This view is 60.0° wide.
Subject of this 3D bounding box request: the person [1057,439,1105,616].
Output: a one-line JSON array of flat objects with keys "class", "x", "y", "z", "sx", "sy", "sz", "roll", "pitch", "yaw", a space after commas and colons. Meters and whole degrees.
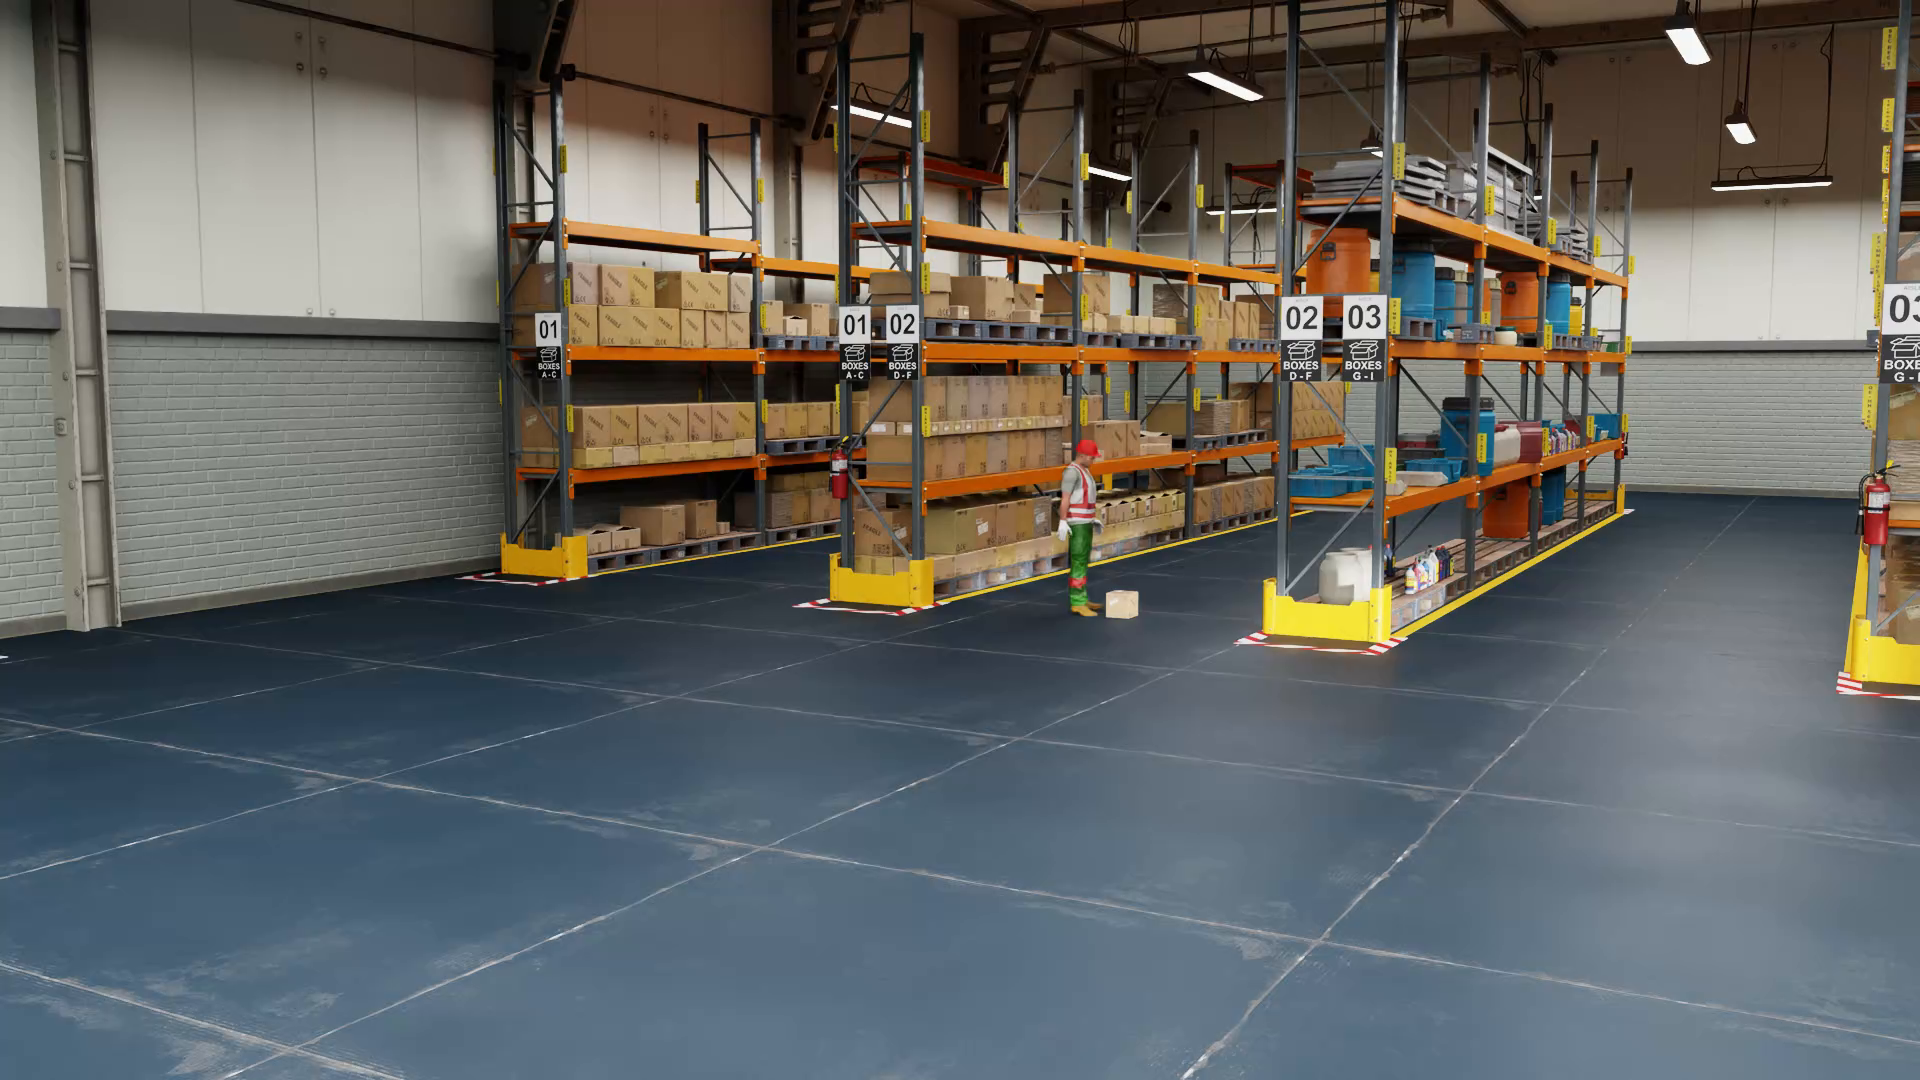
[{"class": "person", "x": 1.287, "y": -0.137, "z": 17.226, "sx": 0.402, "sy": 1.816, "sz": 0.688, "roll": 2, "pitch": 6, "yaw": 20}]
